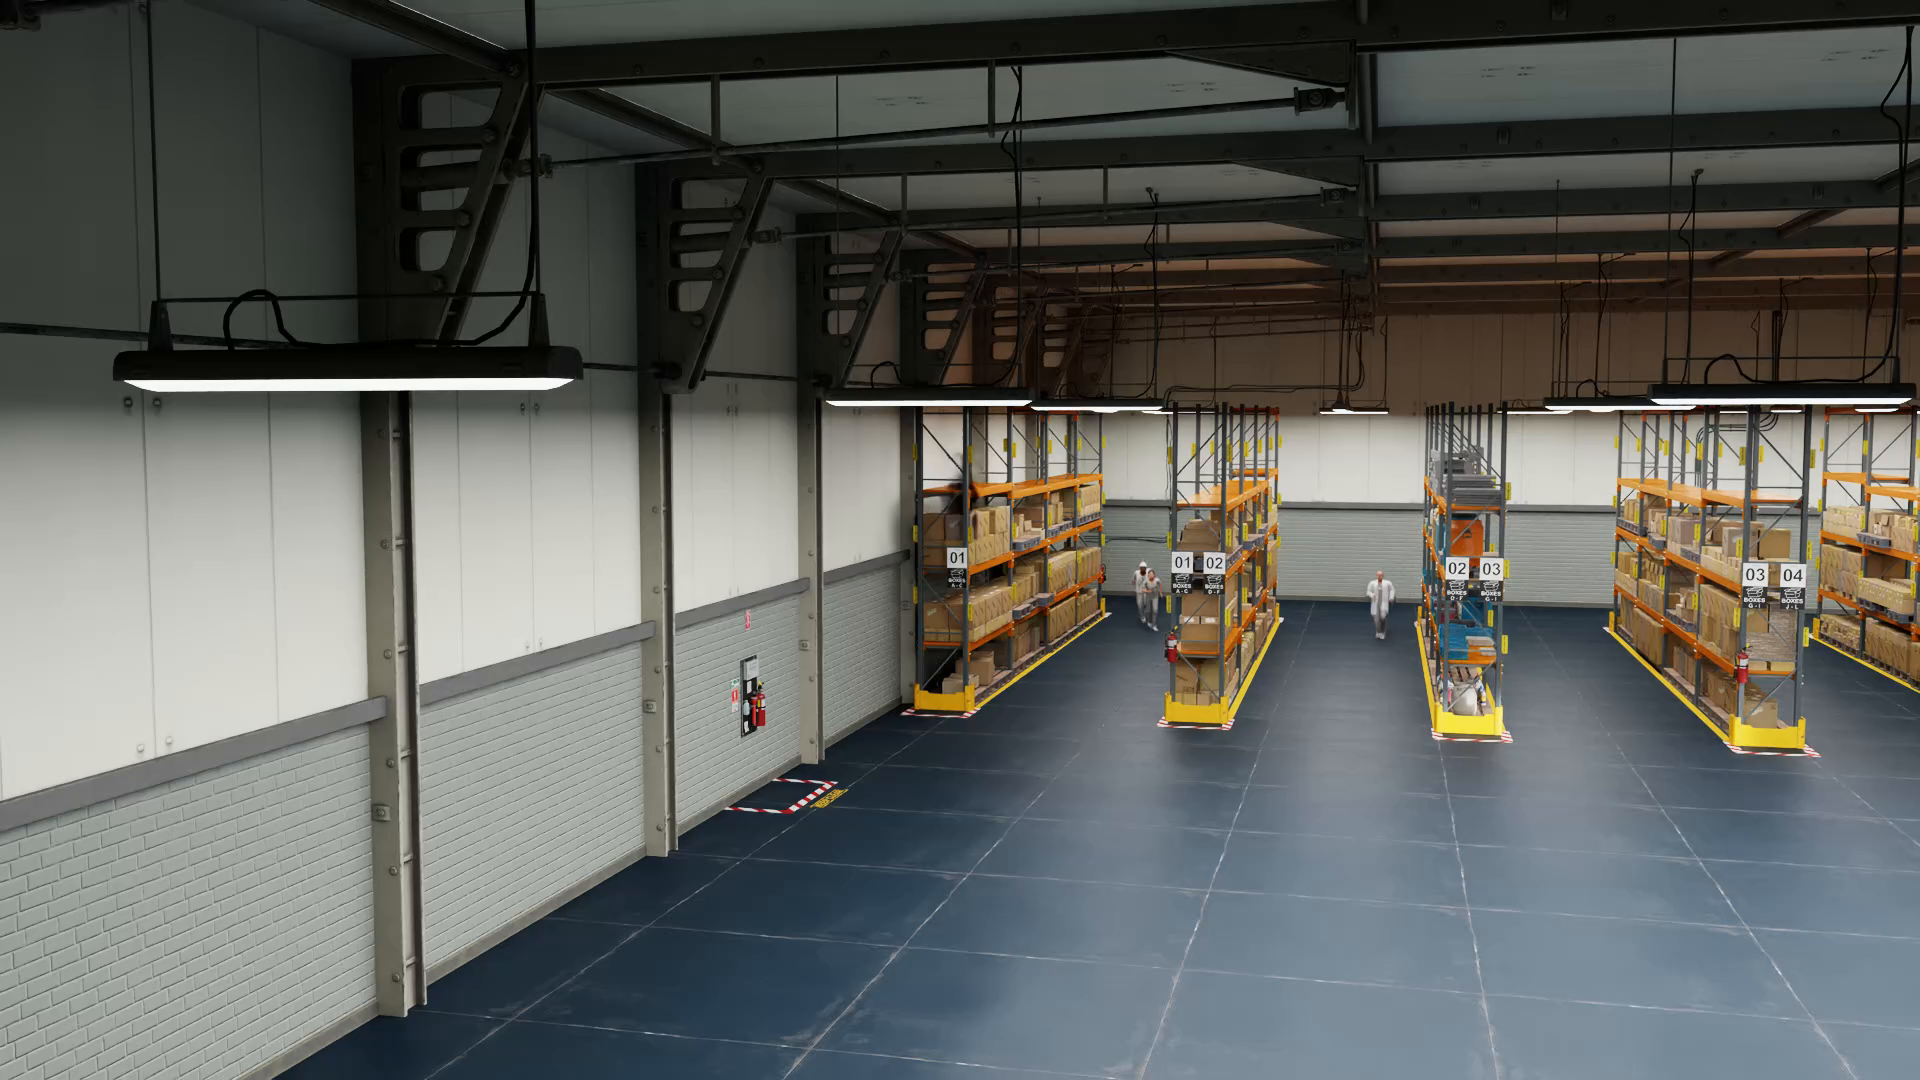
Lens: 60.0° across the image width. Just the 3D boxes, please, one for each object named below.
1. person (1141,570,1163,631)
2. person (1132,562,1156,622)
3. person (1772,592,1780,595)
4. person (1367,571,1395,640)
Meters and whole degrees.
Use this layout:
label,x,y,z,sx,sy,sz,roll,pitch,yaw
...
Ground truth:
label,x,y,z,sx,sy,sz,roll,pitch,yaw
person,5.167,1.600,44.774,0.569,1.641,0.954,0,4,6
person,5.092,1.460,46.098,0.662,1.699,0.756,1,4,8
person,21.466,1.601,44.345,0.751,1.720,0.568,3,5,36
person,10.810,1.684,42.793,0.680,1.780,0.847,1,4,18
